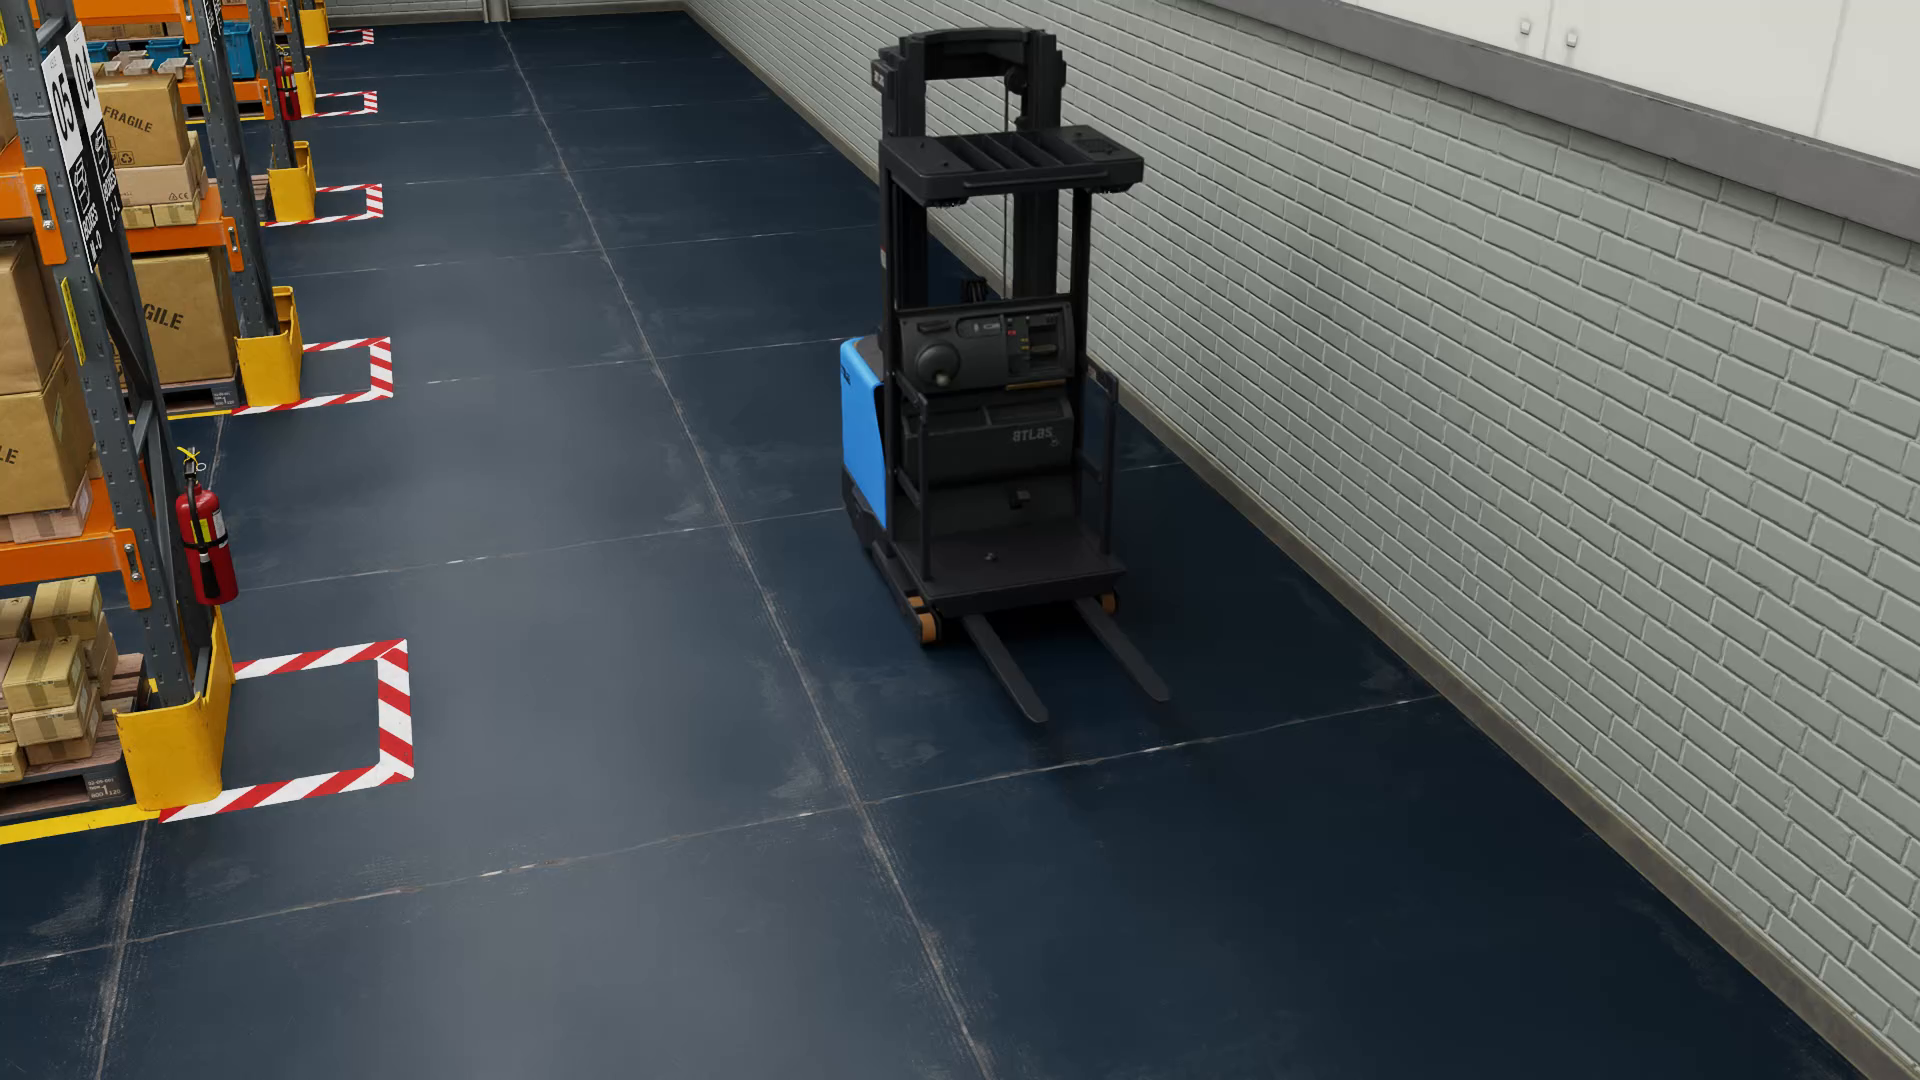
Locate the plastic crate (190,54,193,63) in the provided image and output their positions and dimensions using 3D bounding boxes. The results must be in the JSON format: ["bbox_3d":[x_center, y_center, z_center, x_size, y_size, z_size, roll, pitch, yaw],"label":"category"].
[{"bbox_3d":[-7.212,-4.629,15.930,0.298,0.136,0.250,-8,28,-16],"label":"plastic crate"}]

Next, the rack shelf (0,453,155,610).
[{"bbox_3d":[-5.473,0.179,6.826,4.000,0.370,1.077,-8,28,-16],"label":"rack shelf"}]

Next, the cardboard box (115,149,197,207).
[{"bbox_3d":[-5.390,-2.417,11.079,0.500,0.250,0.500,-9,28,-17],"label":"cardboard box"}]

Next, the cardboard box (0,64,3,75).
[{"bbox_3d":[-4.079,-1.967,6.572,0.500,0.250,0.500,-8,27,-15],"label":"cardboard box"}]

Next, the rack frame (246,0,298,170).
[{"bbox_3d":[-6.545,-4.624,15.691,0.127,3.000,1.000,-8,28,-16],"label":"rack frame"}]

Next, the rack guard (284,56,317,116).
[{"bbox_3d":[-8.148,-5.589,20.445,0.348,0.500,1.175,-8,28,-16],"label":"rack guard"}]

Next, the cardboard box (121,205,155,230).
[{"bbox_3d":[-5.495,-2.193,11.076,0.250,0.149,0.380,-8,27,-16],"label":"cardboard box"}]

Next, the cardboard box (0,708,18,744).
[{"bbox_3d":[-4.250,0.743,7.279,0.250,0.149,0.380,-9,28,-17],"label":"cardboard box"}]

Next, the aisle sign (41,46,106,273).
[{"bbox_3d":[-3.409,-1.466,6.407,0.004,0.787,0.394,-8,28,-16],"label":"aisle sign"}]

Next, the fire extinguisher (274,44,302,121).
[{"bbox_3d":[-6.261,-4.251,15.446,0.183,0.674,0.296,-8,28,-16],"label":"fire extinguisher"}]

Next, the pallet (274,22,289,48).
[{"bbox_3d":[-10.349,-7.421,24.460,1.213,0.211,1.003,-8,28,-16],"label":"pallet"}]

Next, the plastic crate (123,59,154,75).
[{"bbox_3d":[-7.544,-4.310,15.288,0.243,0.136,0.396,-8,28,-16],"label":"plastic crate"}]

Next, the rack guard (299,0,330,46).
[{"bbox_3d":[-9.590,-7.696,24.691,0.348,0.500,1.175,-8,28,-16],"label":"rack guard"}]

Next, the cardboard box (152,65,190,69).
[{"bbox_3d":[-9.631,-5.592,20.237,0.500,0.250,0.500,-8,28,-16],"label":"cardboard box"}]

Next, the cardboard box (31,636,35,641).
[{"bbox_3d":[-4.427,0.514,7.740,0.250,0.149,0.380,-8,28,-16],"label":"cardboard box"}]

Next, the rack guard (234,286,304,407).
[{"bbox_3d":[-4.988,-1.414,12.035,0.348,0.500,1.175,-8,28,-16],"label":"rack guard"}]

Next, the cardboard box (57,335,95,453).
[{"bbox_3d":[-4.084,-0.652,7.243,0.500,0.500,0.500,-7,27,-14],"label":"cardboard box"}]

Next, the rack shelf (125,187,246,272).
[{"bbox_3d":[-6.913,-1.932,11.078,4.000,0.370,1.077,-8,28,-16],"label":"rack shelf"}]

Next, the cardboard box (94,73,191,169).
[{"bbox_3d":[-5.393,-2.754,10.914,0.500,0.500,0.500,-8,27,-15],"label":"cardboard box"}]

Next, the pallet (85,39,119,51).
[{"bbox_3d":[-12.669,-7.085,23.783,1.213,0.211,1.003,-8,28,-16],"label":"pallet"}]

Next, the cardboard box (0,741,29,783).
[{"bbox_3d":[-4.221,0.909,7.280,0.250,0.149,0.380,-7,27,-15],"label":"cardboard box"}]

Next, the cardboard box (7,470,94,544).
[{"bbox_3d":[-3.794,-0.142,6.945,0.250,0.149,0.380,-8,28,-16],"label":"cardboard box"}]

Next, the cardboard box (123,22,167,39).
[{"bbox_3d":[-11.706,-7.528,23.878,0.500,0.500,0.700,-8,27,-15],"label":"cardboard box"}]

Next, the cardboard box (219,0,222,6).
[{"bbox_3d":[-8.909,-6.514,19.385,0.500,0.500,0.500,-8,28,-16],"label":"cardboard box"}]

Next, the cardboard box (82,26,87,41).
[{"bbox_3d":[-12.674,-7.390,23.601,0.500,0.500,0.700,-8,27,-15],"label":"cardboard box"}]

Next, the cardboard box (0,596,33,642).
[{"bbox_3d":[-4.400,0.421,7.594,0.250,0.149,0.380,-8,27,-15],"label":"cardboard box"}]

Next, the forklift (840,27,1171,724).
[{"bbox_3d":[0.212,-0.967,8.401,1.130,2.935,3.031,-8,27,-16],"label":"forklift"}]

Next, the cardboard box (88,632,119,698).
[{"bbox_3d":[-4.169,0.607,7.888,0.250,0.149,0.380,-8,27,-15],"label":"cardboard box"}]

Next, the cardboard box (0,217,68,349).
[{"bbox_3d":[-4.081,-1.095,7.011,0.500,0.500,0.500,-8,28,-16],"label":"cardboard box"}]

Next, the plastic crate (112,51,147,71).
[{"bbox_3d":[-7.857,-4.535,15.741,0.298,0.136,0.250,-8,28,-16],"label":"plastic crate"}]

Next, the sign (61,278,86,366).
[{"bbox_3d":[-3.419,-0.842,6.414,0.005,0.325,0.100,-8,28,-16],"label":"sign"}]

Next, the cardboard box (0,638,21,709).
[{"bbox_3d":[-4.253,0.594,7.245,0.250,0.149,0.380,-8,27,-15],"label":"cardboard box"}]

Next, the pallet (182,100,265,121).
[{"bbox_3d":[-8.906,-5.349,20.288,1.213,0.211,1.003,-8,28,-16],"label":"pallet"}]

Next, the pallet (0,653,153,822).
[{"bbox_3d":[-4.427,0.938,7.624,1.213,0.211,1.003,-8,28,-16],"label":"pallet"}]

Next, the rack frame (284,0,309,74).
[{"bbox_3d":[-8.076,-6.719,19.910,0.127,3.000,1.000,-8,28,-16],"label":"rack frame"}]

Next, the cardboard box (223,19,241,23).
[{"bbox_3d":[-10.723,-7.674,24.173,0.500,0.500,0.700,-8,28,-16],"label":"cardboard box"}]

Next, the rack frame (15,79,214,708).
[{"bbox_3d":[-3.571,-0.419,7.220,0.127,3.000,1.000,-8,28,-16],"label":"rack frame"}]

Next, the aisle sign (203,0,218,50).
[{"bbox_3d":[-4.850,-3.577,10.659,0.004,0.787,0.394,-8,28,-16],"label":"aisle sign"}]

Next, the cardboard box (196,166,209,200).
[{"bbox_3d":[-5.451,-2.508,11.711,0.250,0.149,0.380,-8,27,-16],"label":"cardboard box"}]

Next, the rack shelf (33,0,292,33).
[{"bbox_3d":[-9.977,-6.121,19.516,4.000,0.370,1.077,-8,28,-16],"label":"rack shelf"}]

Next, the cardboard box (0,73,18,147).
[{"bbox_3d":[-4.077,-1.741,6.680,0.500,0.250,0.500,-7,27,-14],"label":"cardboard box"}]

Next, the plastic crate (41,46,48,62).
[{"bbox_3d":[-8.419,-4.458,15.478,0.300,0.233,0.416,-8,28,-16],"label":"plastic crate"}]

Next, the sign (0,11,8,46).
[{"bbox_3d":[-3.419,-1.922,5.878,0.005,0.325,0.100,-8,28,-16],"label":"sign"}]
